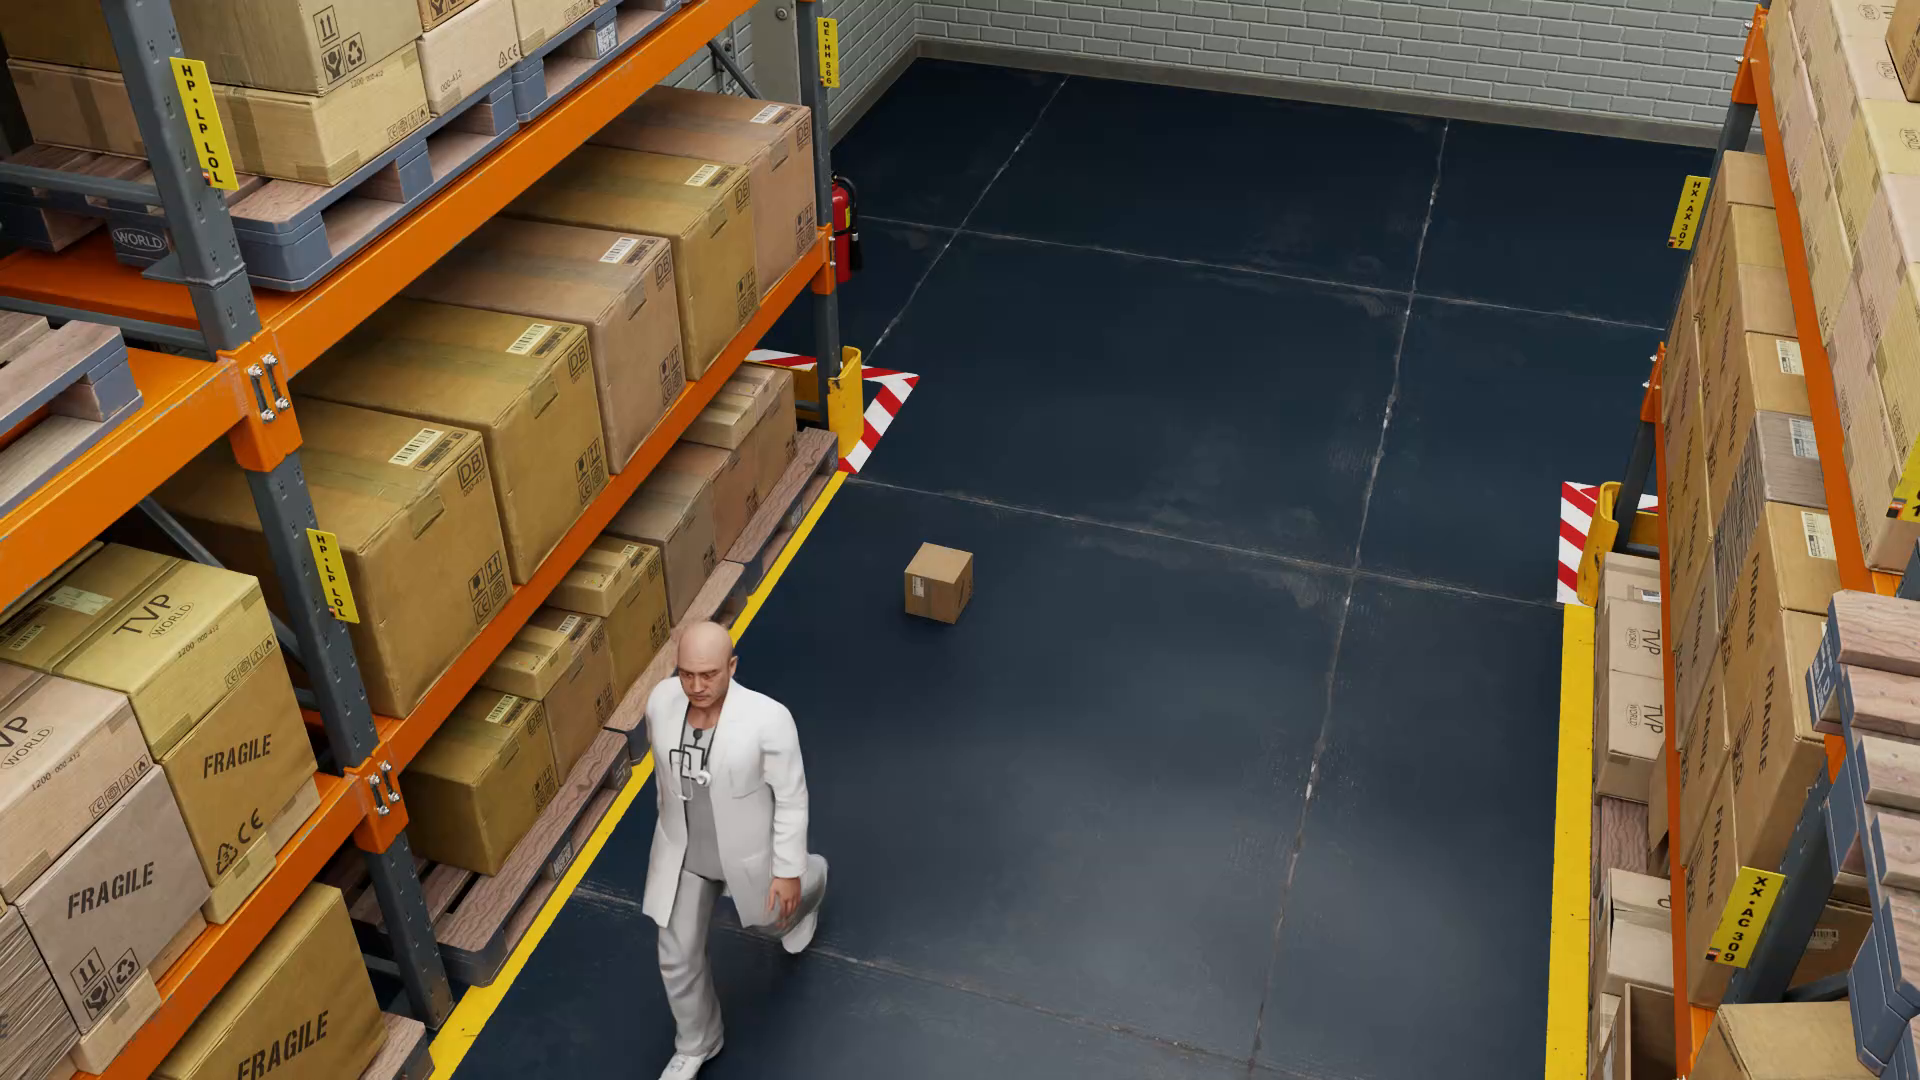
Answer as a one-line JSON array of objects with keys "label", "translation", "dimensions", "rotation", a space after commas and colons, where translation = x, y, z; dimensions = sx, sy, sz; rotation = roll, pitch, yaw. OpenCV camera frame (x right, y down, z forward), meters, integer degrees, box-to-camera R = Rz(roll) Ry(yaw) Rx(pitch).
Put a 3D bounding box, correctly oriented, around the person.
[{"label": "person", "translation": [-0.774, 1.007, 5.546], "dimensions": [0.609, 1.732, 0.999], "rotation": [9, 37, 12]}]
